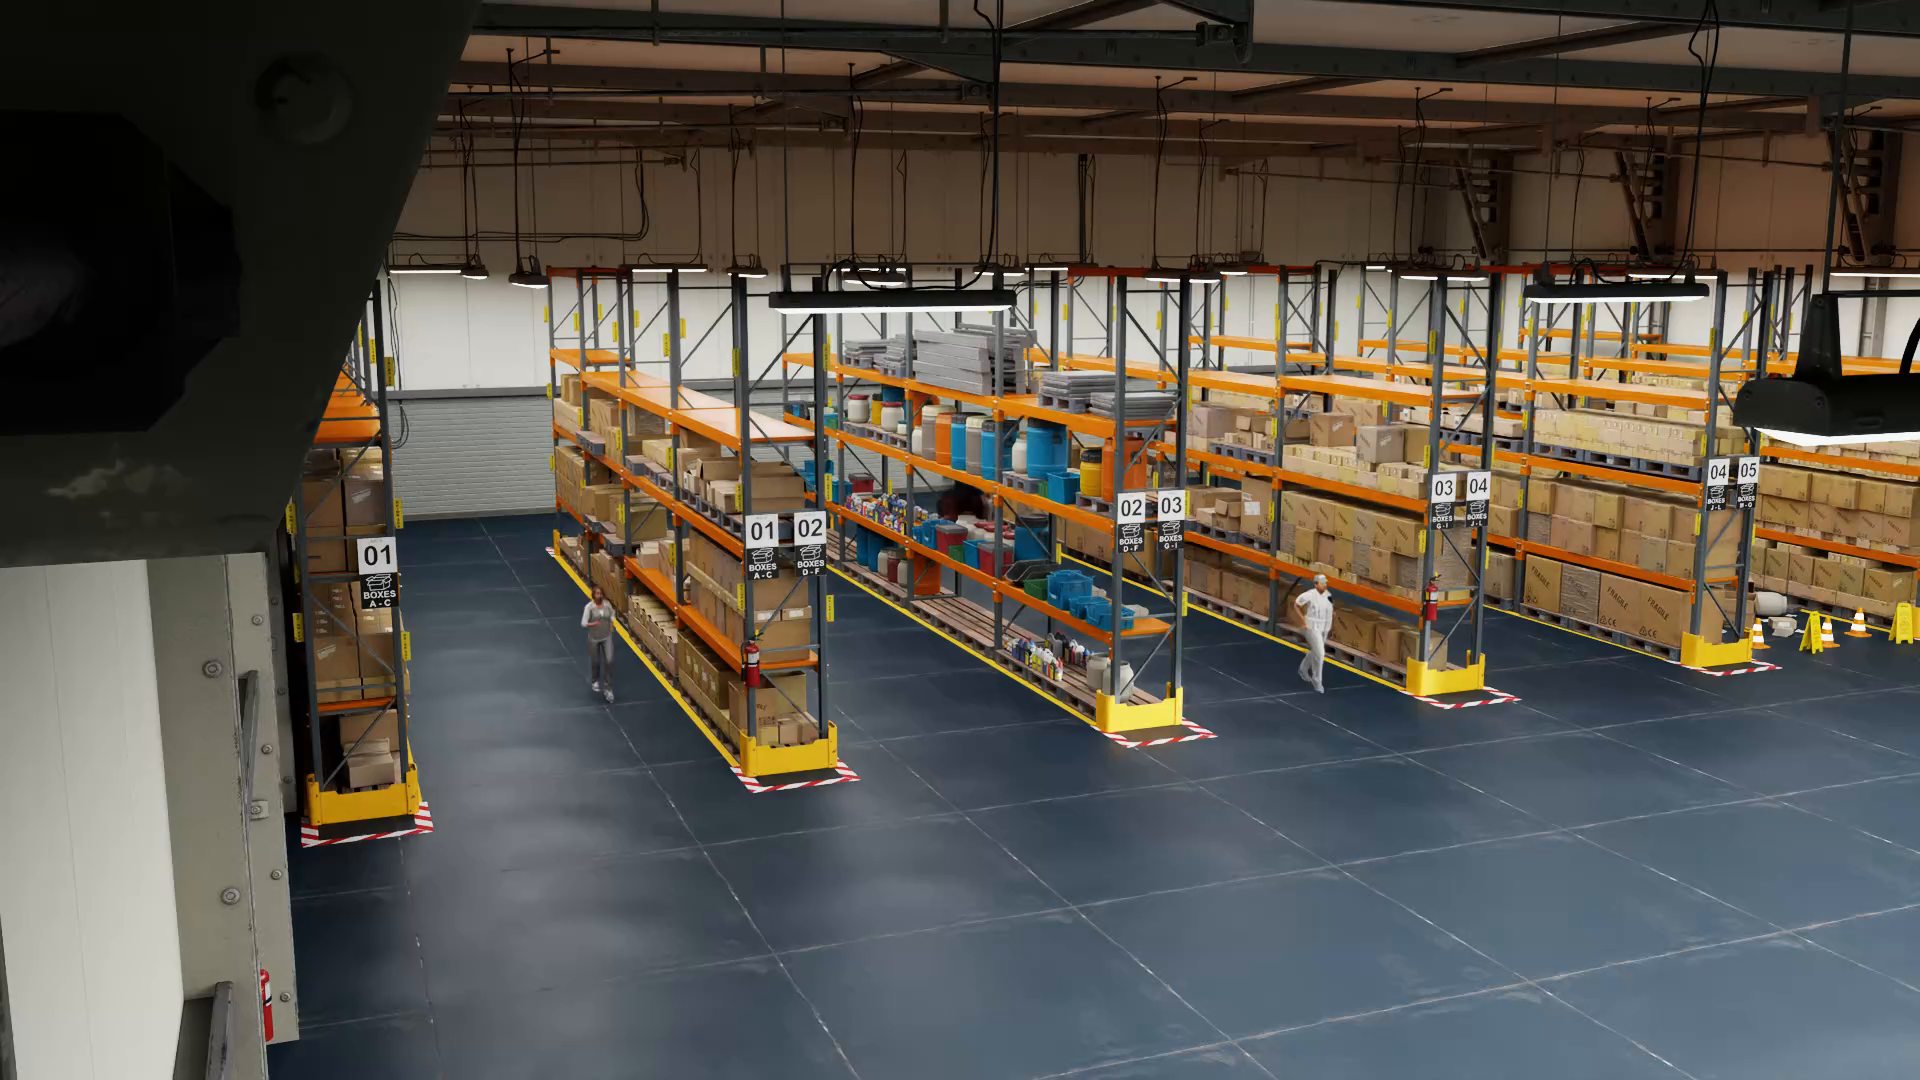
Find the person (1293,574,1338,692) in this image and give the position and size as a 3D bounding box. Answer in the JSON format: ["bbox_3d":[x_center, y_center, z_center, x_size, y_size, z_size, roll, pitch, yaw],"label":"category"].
[{"bbox_3d":[5.196,1.344,24.281,0.586,1.722,0.762,-6,12,-31],"label":"person"}]

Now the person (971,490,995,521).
[{"bbox_3d":[0.491,-0.284,33.340,0.694,1.730,0.671,-7,12,-34],"label":"person"}]

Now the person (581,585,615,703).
[{"bbox_3d":[-5.126,1.447,23.667,0.520,1.635,0.706,-4,11,-23],"label":"person"}]
